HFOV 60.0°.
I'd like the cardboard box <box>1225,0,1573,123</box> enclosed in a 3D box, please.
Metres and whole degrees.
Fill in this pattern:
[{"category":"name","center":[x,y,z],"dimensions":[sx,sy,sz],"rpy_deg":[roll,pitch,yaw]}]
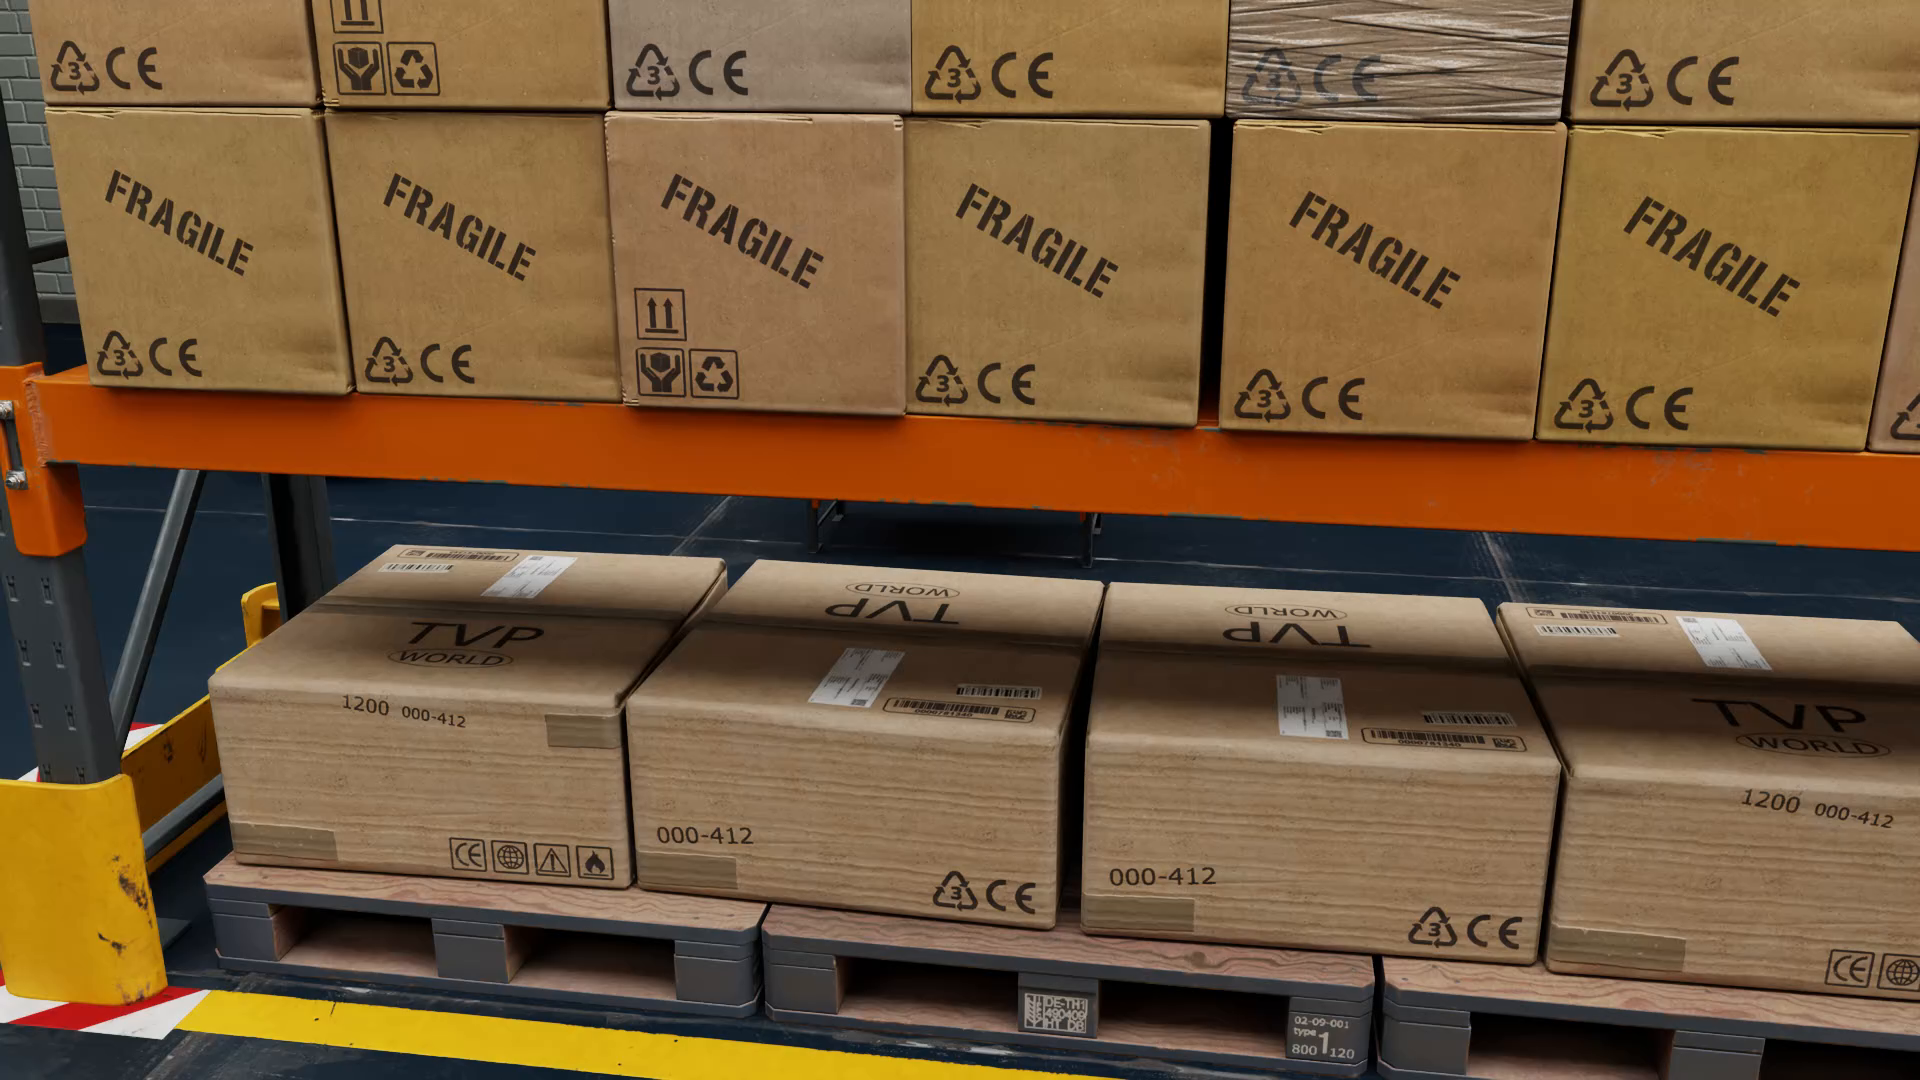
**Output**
[{"category":"cardboard box","center":[0.701,-0.956,2.700],"dimensions":[0.500,0.500,0.500],"rpy_deg":[3,19,9]}]

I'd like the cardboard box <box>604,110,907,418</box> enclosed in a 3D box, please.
[{"category":"cardboard box","center":[-0.303,-0.533,3.012],"dimensions":[0.500,0.500,0.500],"rpy_deg":[3,19,8]}]

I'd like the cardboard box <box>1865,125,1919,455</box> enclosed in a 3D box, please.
[{"category":"cardboard box","center":[1.716,-0.437,2.725],"dimensions":[0.500,0.500,0.500],"rpy_deg":[3,19,9]}]

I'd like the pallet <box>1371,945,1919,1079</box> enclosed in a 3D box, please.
[{"category":"pallet","center":[1.476,0.813,3.541],"dimensions":[1.213,0.211,1.003],"rpy_deg":[3,19,9]}]

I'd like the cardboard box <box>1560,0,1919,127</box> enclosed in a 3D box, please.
[{"category":"cardboard box","center":[1.205,-0.934,2.633],"dimensions":[0.500,0.500,0.500],"rpy_deg":[3,19,8]}]

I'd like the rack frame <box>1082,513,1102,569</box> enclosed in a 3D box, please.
[{"category":"rack frame","center":[0.495,-0.508,6.049],"dimensions":[0.032,1.125,0.500],"rpy_deg":[3,19,9]}]

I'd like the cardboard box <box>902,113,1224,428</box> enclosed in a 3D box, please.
[{"category":"cardboard box","center":[0.194,-0.513,2.952],"dimensions":[0.500,0.500,0.500],"rpy_deg":[4,19,10]}]

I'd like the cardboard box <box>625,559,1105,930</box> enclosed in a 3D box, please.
[{"category":"cardboard box","center":[-0.162,0.413,3.717],"dimensions":[0.875,0.438,0.875],"rpy_deg":[3,19,10]}]

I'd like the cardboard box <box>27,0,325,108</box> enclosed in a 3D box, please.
[{"category":"cardboard box","center":[-1.306,-1.056,2.999],"dimensions":[0.500,0.500,0.500],"rpy_deg":[3,19,7]}]

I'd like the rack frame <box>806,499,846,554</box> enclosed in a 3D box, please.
[{"category":"rack frame","center":[-0.509,-0.559,6.202],"dimensions":[0.032,1.125,0.500],"rpy_deg":[3,19,9]}]

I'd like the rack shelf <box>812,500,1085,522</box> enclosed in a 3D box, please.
[{"category":"rack shelf","center":[-0.007,-0.302,6.203],"dimensions":[1.000,0.278,0.538],"rpy_deg":[3,19,9]}]

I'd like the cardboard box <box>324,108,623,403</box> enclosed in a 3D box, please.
[{"category":"cardboard box","center":[-0.802,-0.565,3.106],"dimensions":[0.500,0.500,0.500],"rpy_deg":[3,19,8]}]

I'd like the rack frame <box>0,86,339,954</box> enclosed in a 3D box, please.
[{"category":"rack frame","center":[-1.735,-0.648,3.512],"dimensions":[0.127,3.000,1.000],"rpy_deg":[3,19,9]}]

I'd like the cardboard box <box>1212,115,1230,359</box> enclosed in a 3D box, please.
[{"category":"cardboard box","center":[0.298,-0.679,3.449],"dimensions":[0.500,0.500,0.500],"rpy_deg":[3,19,10]}]

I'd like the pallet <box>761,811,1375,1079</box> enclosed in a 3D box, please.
[{"category":"pallet","center":[0.268,0.752,3.722],"dimensions":[1.213,0.211,1.003],"rpy_deg":[3,19,9]}]

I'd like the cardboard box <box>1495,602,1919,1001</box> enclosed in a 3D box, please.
[{"category":"cardboard box","center":[1.612,0.504,3.446],"dimensions":[0.875,0.438,0.875],"rpy_deg":[3,19,8]}]

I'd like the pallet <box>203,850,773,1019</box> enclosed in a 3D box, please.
[{"category":"pallet","center":[-0.933,0.690,3.908],"dimensions":[1.213,0.211,1.003],"rpy_deg":[3,19,9]}]

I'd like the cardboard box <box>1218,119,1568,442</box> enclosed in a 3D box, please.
[{"category":"cardboard box","center":[0.709,-0.482,2.859],"dimensions":[0.500,0.500,0.500],"rpy_deg":[3,19,8]}]

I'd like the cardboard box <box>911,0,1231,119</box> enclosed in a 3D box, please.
[{"category":"cardboard box","center":[0.208,-0.984,2.784],"dimensions":[0.500,0.500,0.500],"rpy_deg":[3,19,9]}]

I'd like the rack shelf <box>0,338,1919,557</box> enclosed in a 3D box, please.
[{"category":"rack shelf","center":[0.240,-0.206,3.326],"dimensions":[4.000,0.370,1.077],"rpy_deg":[3,19,9]}]

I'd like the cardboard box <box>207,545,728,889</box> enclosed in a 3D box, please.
[{"category":"cardboard box","center":[-1.067,0.370,3.847],"dimensions":[0.875,0.438,0.875],"rpy_deg":[2,19,7]}]

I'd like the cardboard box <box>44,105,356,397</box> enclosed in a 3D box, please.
[{"category":"cardboard box","center":[-1.306,-0.581,3.156],"dimensions":[0.500,0.500,0.500],"rpy_deg":[3,19,8]}]

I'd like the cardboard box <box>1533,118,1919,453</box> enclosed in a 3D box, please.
[{"category":"cardboard box","center":[1.207,-0.462,2.798],"dimensions":[0.500,0.500,0.500],"rpy_deg":[2,19,7]}]

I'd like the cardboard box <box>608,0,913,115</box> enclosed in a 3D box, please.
[{"category":"cardboard box","center":[-0.285,-1.009,2.858],"dimensions":[0.500,0.500,0.500],"rpy_deg":[3,19,8]}]

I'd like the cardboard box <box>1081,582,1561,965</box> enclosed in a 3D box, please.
[{"category":"cardboard box","center":[0.728,0.459,3.580],"dimensions":[0.875,0.438,0.875],"rpy_deg":[2,19,7]}]

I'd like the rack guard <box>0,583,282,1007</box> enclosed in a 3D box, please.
[{"category":"rack guard","center":[-1.758,0.536,3.913],"dimensions":[0.348,0.500,1.175],"rpy_deg":[3,19,9]}]

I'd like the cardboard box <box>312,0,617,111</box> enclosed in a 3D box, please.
[{"category":"cardboard box","center":[-0.795,-1.032,2.928],"dimensions":[0.500,0.500,0.500],"rpy_deg":[2,19,7]}]

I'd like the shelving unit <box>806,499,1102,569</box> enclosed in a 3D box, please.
[{"category":"shelving unit","center":[-0.007,-0.534,6.126],"dimensions":[1.048,1.125,0.538],"rpy_deg":[3,19,9]}]
